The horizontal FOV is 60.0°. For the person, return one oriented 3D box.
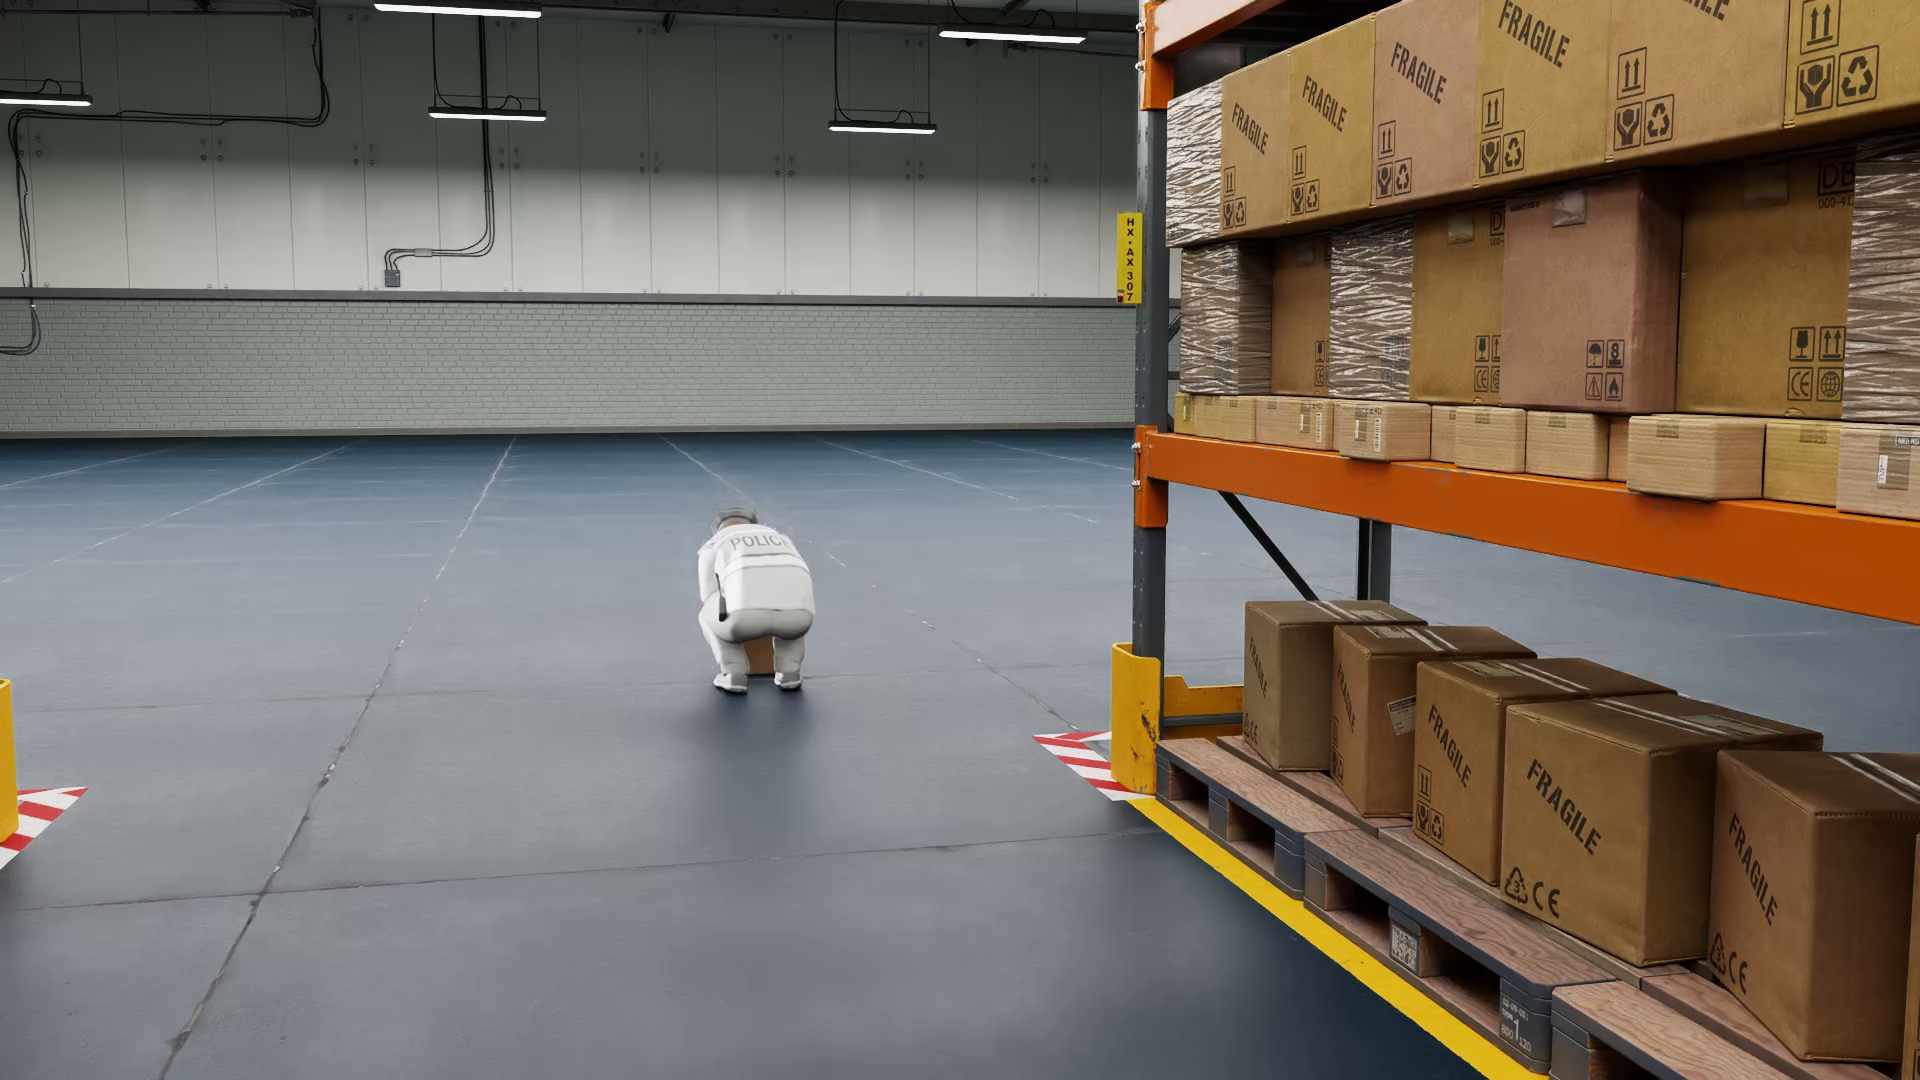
[{"bbox_3d":[-1.002,0.325,8.124,0.539,0.894,0.986,-2,6,-14],"label":"person"}]
